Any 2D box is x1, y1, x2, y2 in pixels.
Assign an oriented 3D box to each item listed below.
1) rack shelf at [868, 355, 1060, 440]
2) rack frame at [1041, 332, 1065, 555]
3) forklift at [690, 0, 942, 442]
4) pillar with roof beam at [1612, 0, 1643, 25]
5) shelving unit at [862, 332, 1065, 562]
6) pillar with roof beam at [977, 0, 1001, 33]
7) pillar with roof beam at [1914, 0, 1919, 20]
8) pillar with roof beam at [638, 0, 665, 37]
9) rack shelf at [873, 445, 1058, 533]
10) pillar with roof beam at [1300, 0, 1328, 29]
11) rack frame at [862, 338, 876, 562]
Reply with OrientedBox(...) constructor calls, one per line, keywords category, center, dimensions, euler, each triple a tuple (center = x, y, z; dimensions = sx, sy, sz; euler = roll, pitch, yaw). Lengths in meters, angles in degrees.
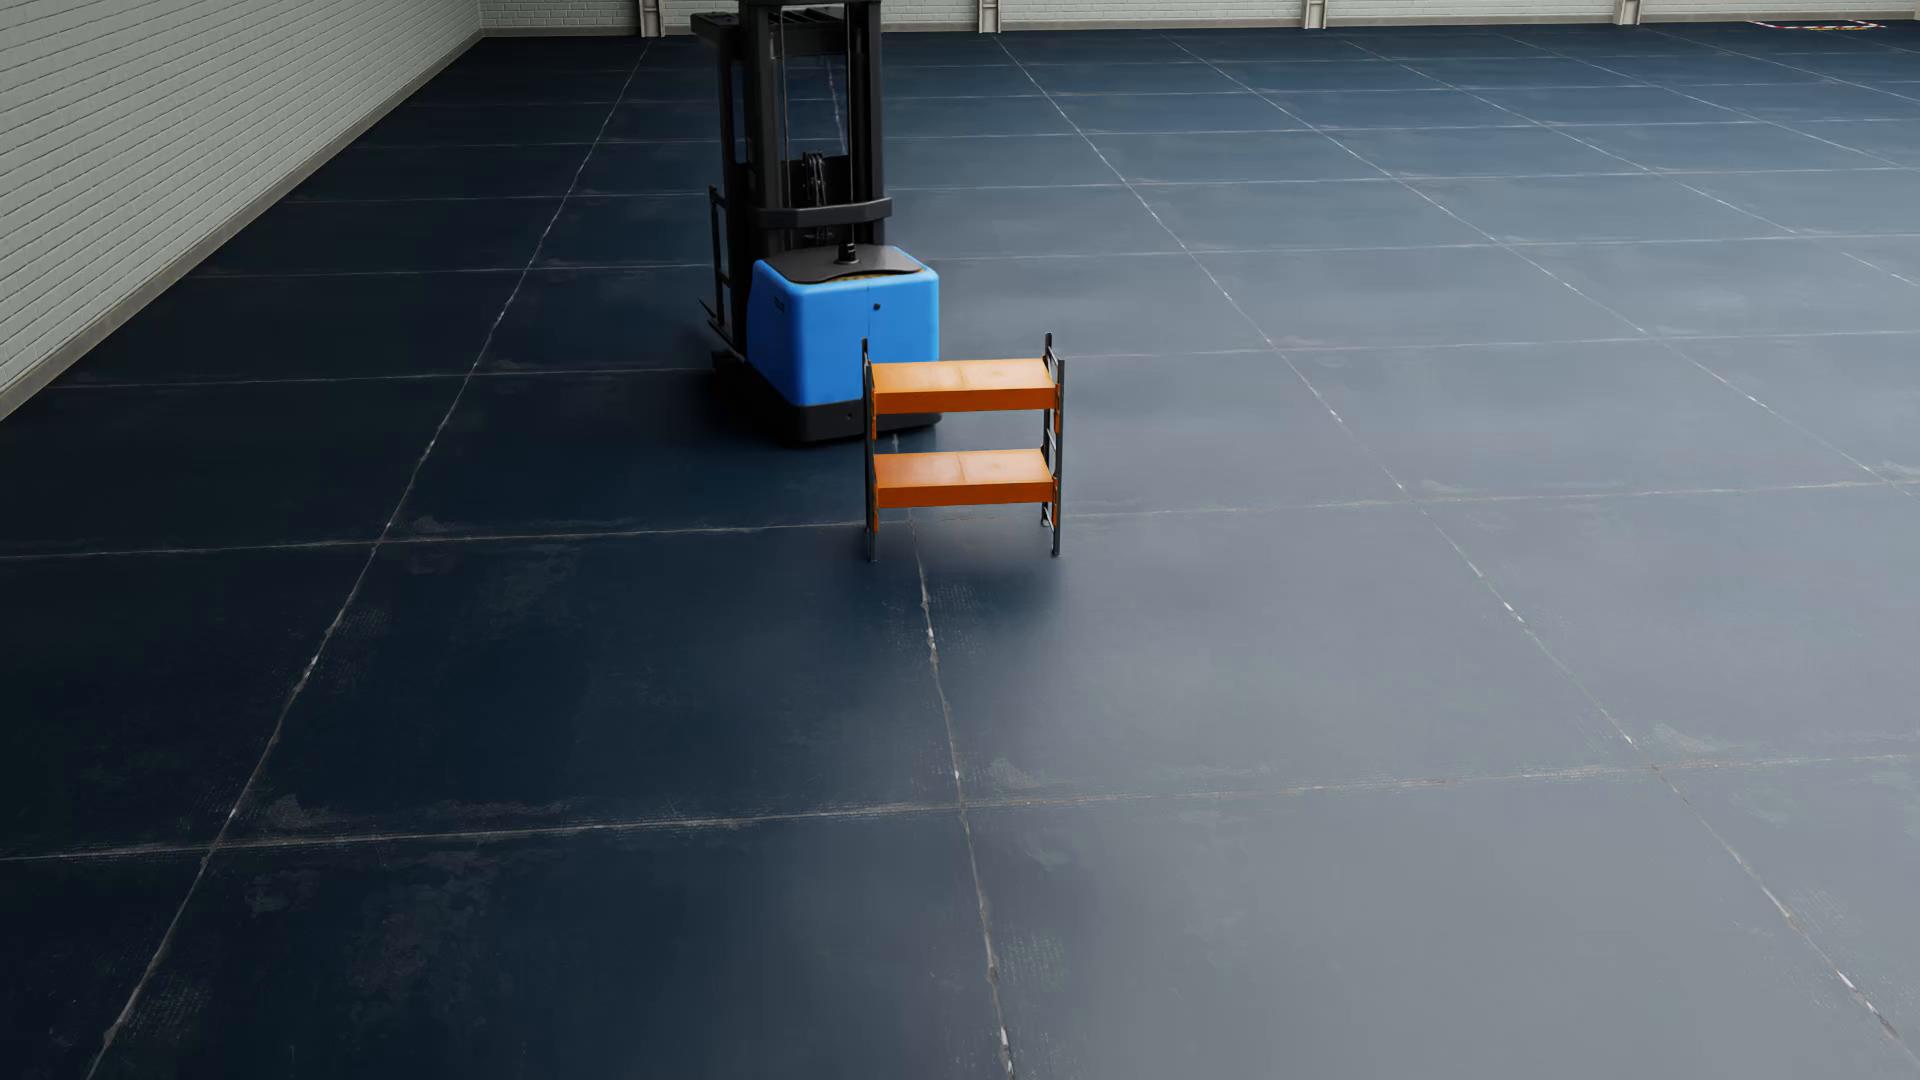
OrientedBox(category="rack shelf", center=(0.007, -0.782, 9.040), dimensions=(1.000, 0.278, 0.538), euler=(-2, 24, -5))
OrientedBox(category="rack frame", center=(0.513, -0.535, 9.204), dimensions=(0.032, 1.125, 0.500), euler=(-2, 24, -5))
OrientedBox(category="forklift", center=(-1.159, -2.535, 11.481), dimensions=(1.130, 2.935, 3.031), euler=(-10, 26, -21))
OrientedBox(category="pillar with roof beam", center=(12.888, -12.044, 25.404), dimensions=(0.400, 9.000, 9.100), euler=(-2, 24, -5))
OrientedBox(category="shelving unit", center=(0.007, -0.514, 9.159), dimensions=(1.048, 1.125, 0.538), euler=(-2, 24, -5))
OrientedBox(category="pillar with roof beam", center=(0.946, -11.565, 24.326), dimensions=(0.400, 9.000, 9.100), euler=(-2, 24, -5))
OrientedBox(category="pillar with roof beam", center=(18.859, -12.284, 25.943), dimensions=(0.400, 9.000, 9.100), euler=(-2, 24, -5))
OrientedBox(category="pillar with roof beam", center=(-5.025, -11.325, 23.788), dimensions=(0.400, 9.000, 9.100), euler=(-2, 24, -5))
OrientedBox(category="rack shelf", center=(0.007, -0.291, 9.258), dimensions=(1.000, 0.278, 0.538), euler=(-2, 24, -5))
OrientedBox(category="pillar with roof beam", center=(6.917, -11.804, 24.865), dimensions=(0.400, 9.000, 9.100), euler=(-2, 24, -5))
OrientedBox(category="rack frame", center=(-0.499, -0.494, 9.113), dimensions=(0.032, 1.125, 0.500), euler=(-2, 24, -5))
